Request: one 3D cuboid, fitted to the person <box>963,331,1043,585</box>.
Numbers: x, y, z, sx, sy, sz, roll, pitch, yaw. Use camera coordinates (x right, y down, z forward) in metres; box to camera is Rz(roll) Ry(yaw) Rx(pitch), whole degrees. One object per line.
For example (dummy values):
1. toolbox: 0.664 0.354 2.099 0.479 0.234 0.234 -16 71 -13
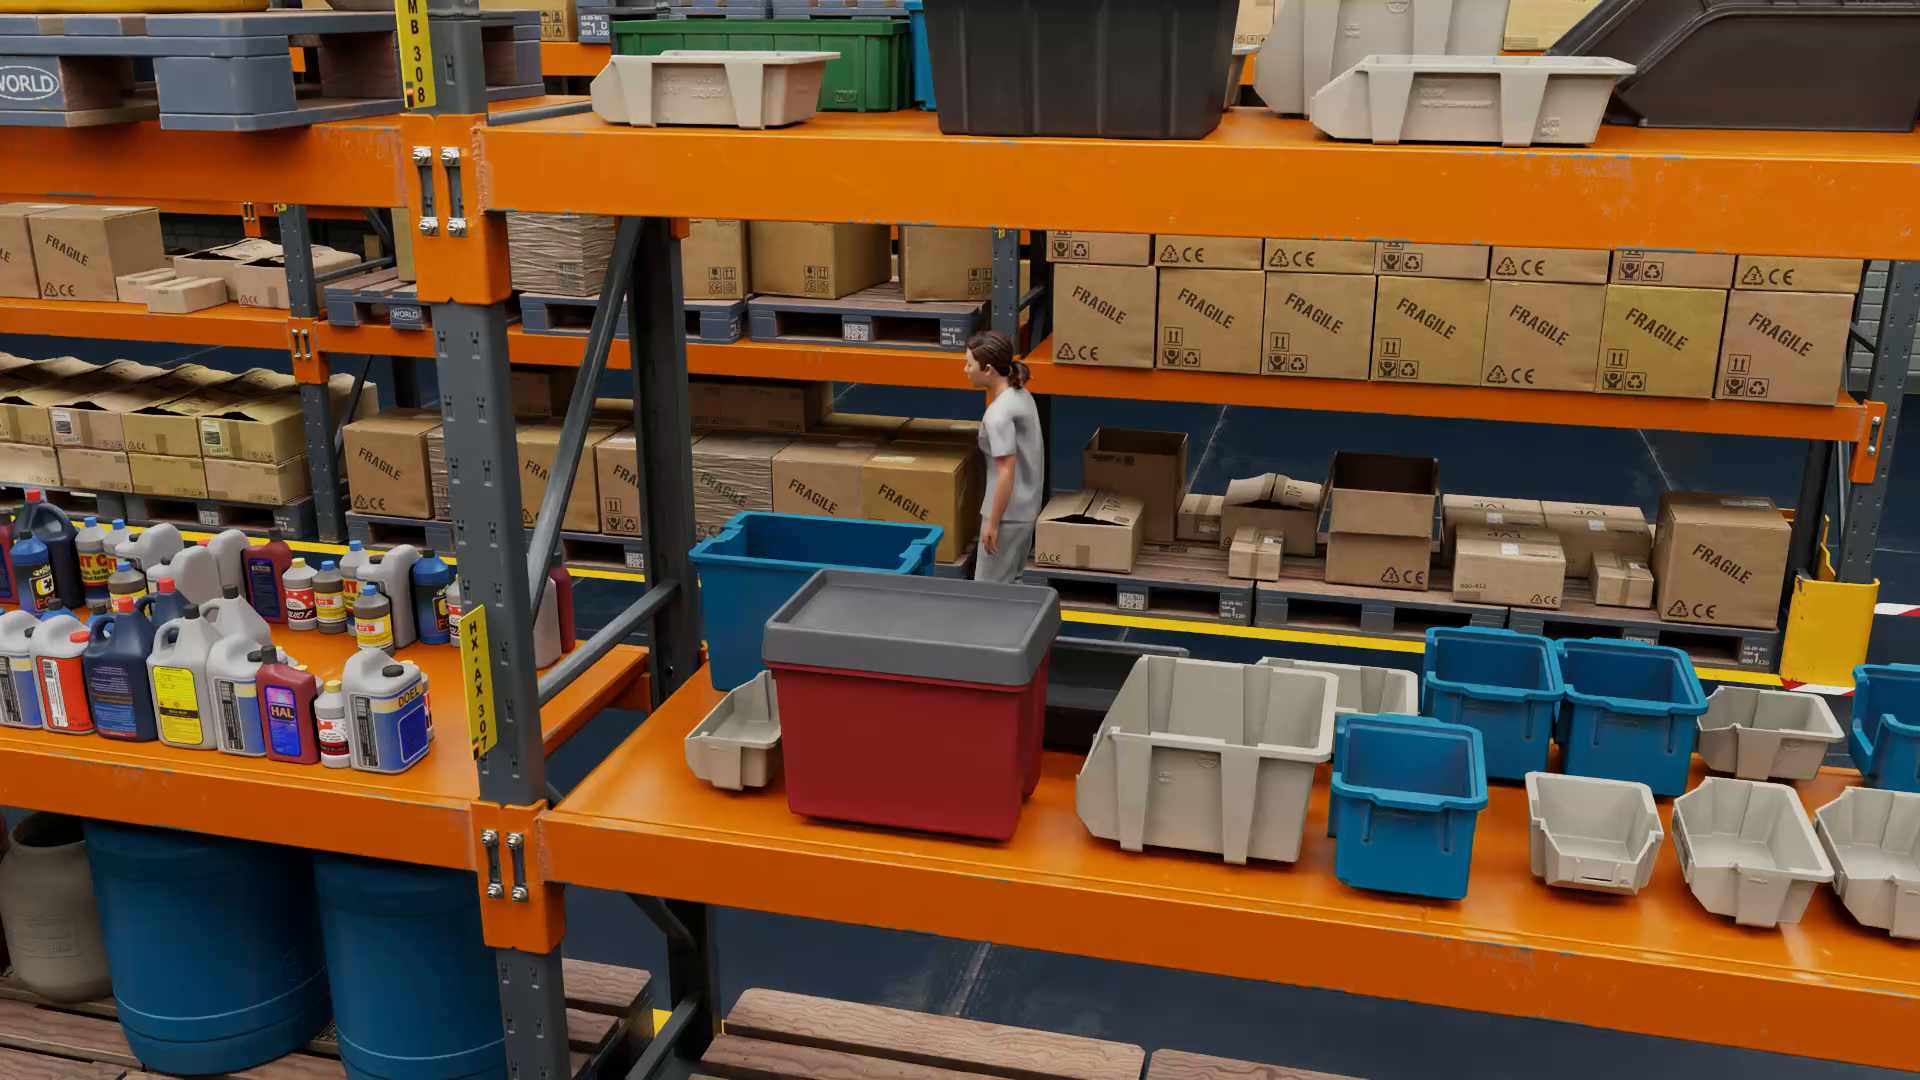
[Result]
1. person: 0.183 -0.113 7.403 0.367 1.671 0.510 3 19 10
